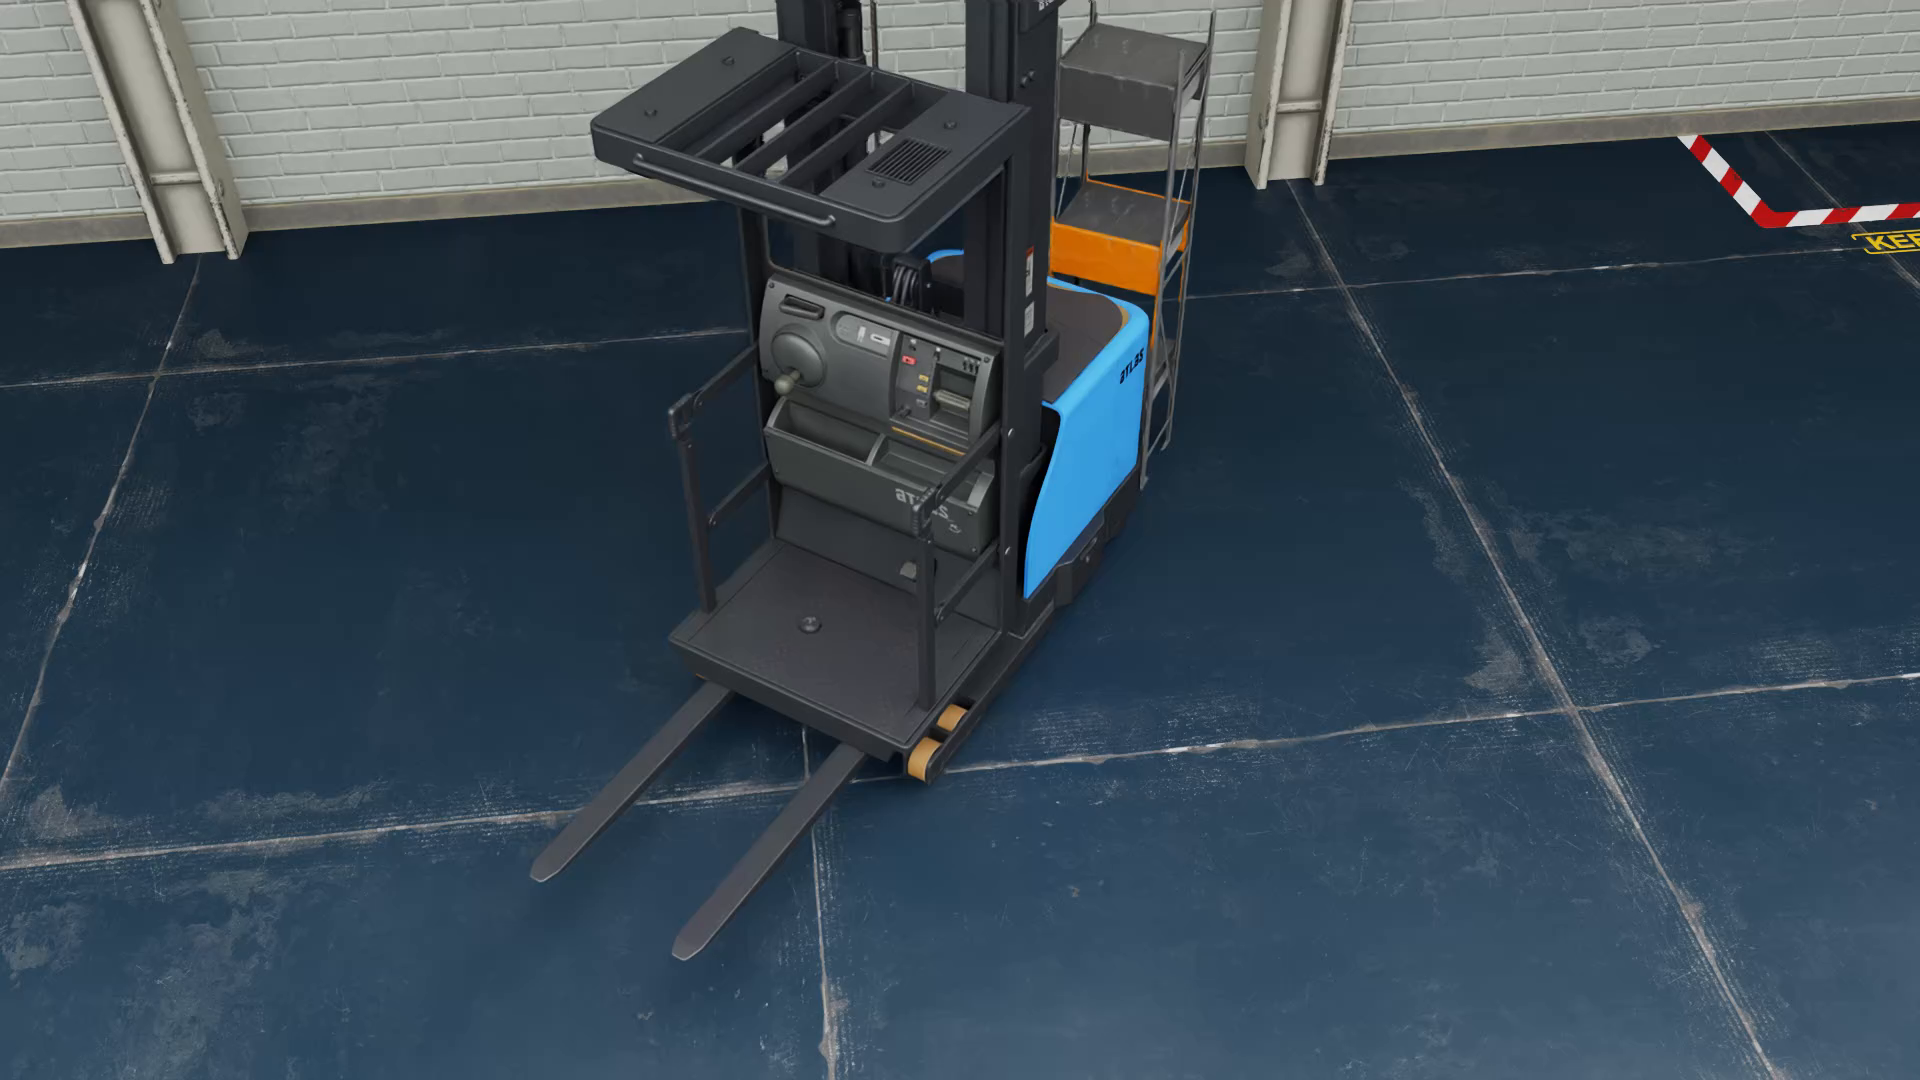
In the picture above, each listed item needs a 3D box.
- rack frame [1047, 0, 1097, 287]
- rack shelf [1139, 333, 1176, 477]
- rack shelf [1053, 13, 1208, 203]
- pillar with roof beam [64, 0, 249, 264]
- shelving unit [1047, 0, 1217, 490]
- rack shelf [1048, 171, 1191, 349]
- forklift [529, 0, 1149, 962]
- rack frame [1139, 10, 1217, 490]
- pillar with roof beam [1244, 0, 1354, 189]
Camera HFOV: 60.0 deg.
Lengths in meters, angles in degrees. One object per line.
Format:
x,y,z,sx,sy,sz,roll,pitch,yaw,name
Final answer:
0.450,-1.261,7.080,0.015,2.100,0.400,17,45,18,rack frame
0.672,-0.664,7.484,0.480,0.518,0.431,17,45,18,rack shelf
0.672,-1.703,6.546,0.480,0.518,0.431,17,45,18,rack shelf
-3.527,-2.078,2.835,0.400,9.000,9.100,-5,42,-6,pillar with roof beam
0.672,-1.194,7.006,0.503,2.100,0.431,17,45,18,shelving unit
0.672,-1.184,7.015,0.480,0.518,0.431,17,45,18,rack shelf
-0.408,-0.539,5.660,1.130,2.935,3.031,22,46,22,forklift
0.895,-1.127,6.932,0.015,2.100,0.400,17,45,18,rack frame
2.422,-2.599,3.413,0.400,9.000,9.100,-5,42,-6,pillar with roof beam
